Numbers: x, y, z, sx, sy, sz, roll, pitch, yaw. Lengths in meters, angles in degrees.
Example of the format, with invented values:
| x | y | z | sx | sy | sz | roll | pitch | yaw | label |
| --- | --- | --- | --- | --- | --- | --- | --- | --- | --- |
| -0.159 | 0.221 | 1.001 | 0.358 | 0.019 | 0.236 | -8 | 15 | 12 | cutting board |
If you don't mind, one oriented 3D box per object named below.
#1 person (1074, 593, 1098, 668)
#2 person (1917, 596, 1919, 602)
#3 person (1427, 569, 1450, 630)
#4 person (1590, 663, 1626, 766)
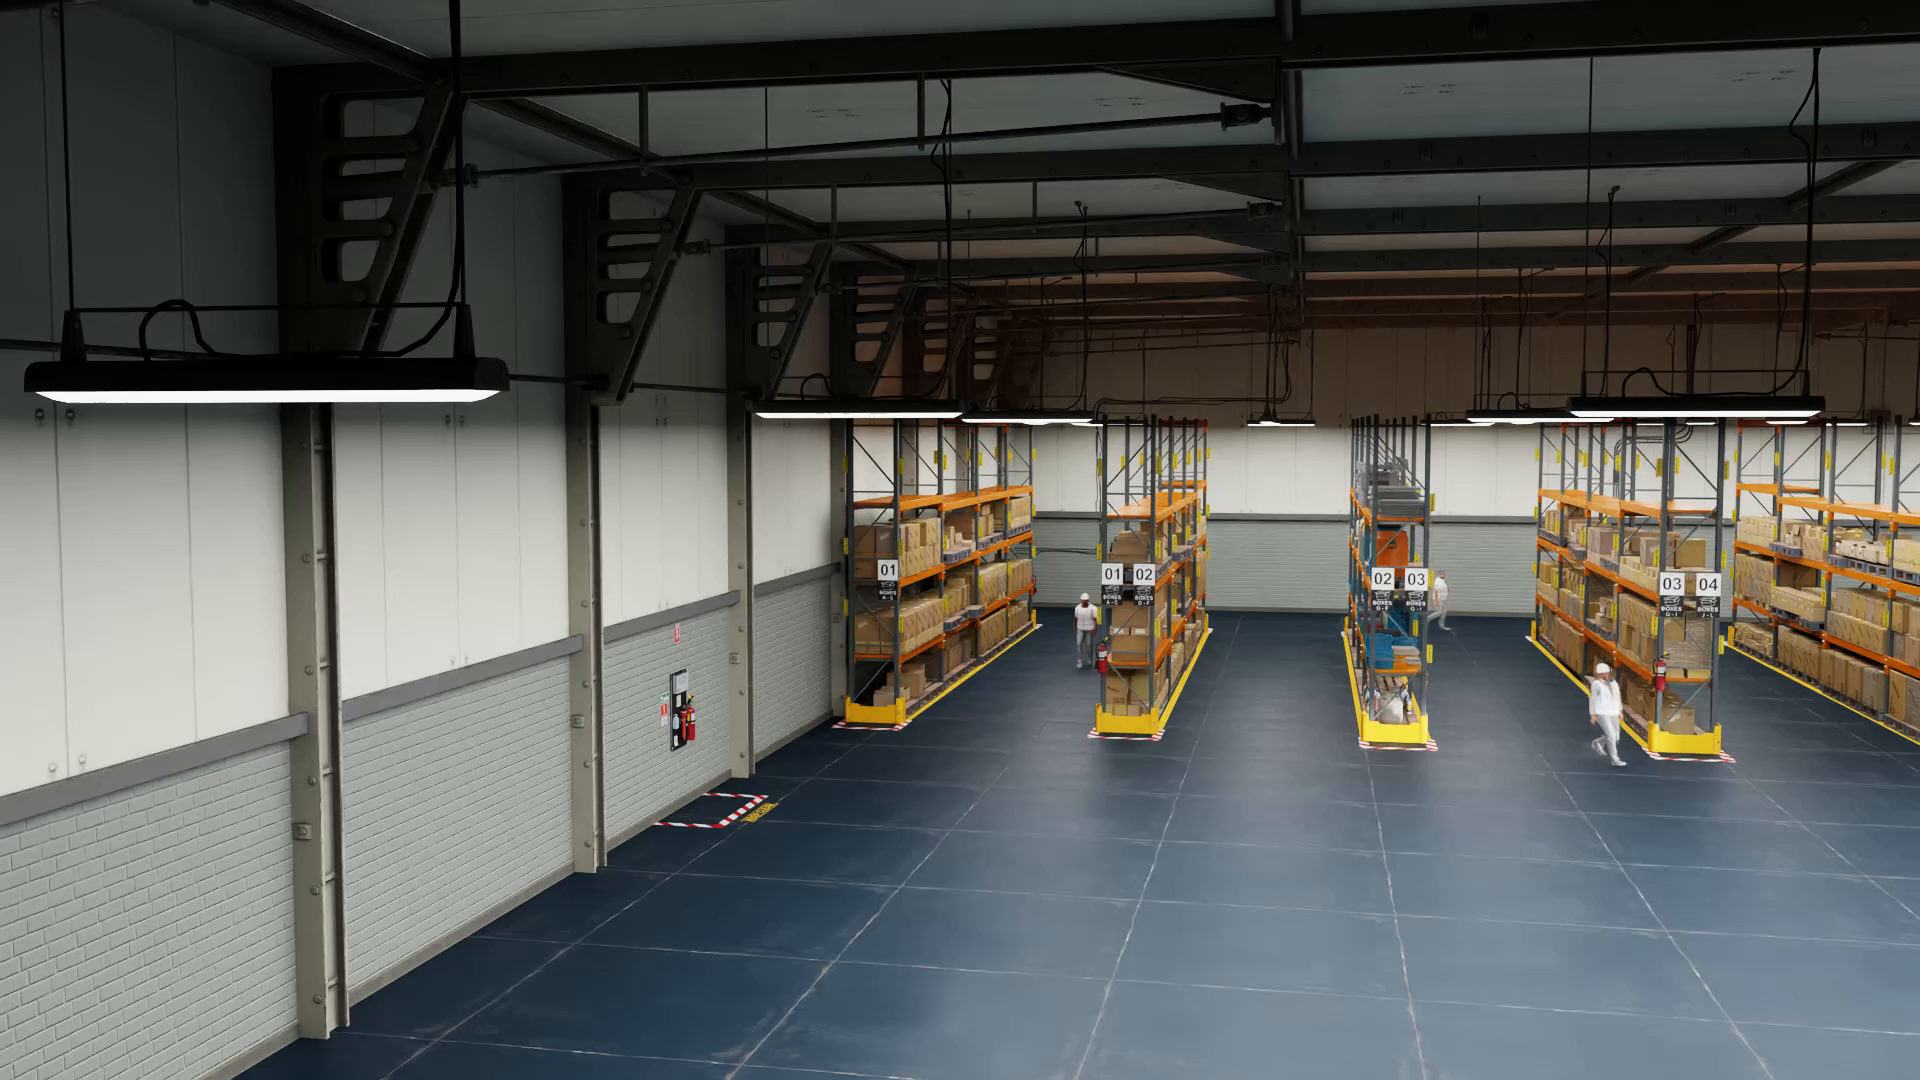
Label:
| x | y | z | sx | sy | sz | roll | pitch | yaw | label |
| --- | --- | --- | --- | --- | --- | --- | --- | --- | --- |
| 3.019 | 2.172 | 40.164 | 0.645 | 1.775 | 0.681 | 2 | 4 | 23 | person |
| 26.164 | 1.871 | 45.033 | 0.574 | 1.662 | 0.498 | 0 | 4 | -3 | person |
| 13.586 | 1.695 | 47.252 | 0.656 | 1.738 | 0.593 | 3 | 5 | 36 | person |
| 11.076 | 2.965 | 28.438 | 0.543 | 1.733 | 0.886 | -2 | 4 | -22 | person |
